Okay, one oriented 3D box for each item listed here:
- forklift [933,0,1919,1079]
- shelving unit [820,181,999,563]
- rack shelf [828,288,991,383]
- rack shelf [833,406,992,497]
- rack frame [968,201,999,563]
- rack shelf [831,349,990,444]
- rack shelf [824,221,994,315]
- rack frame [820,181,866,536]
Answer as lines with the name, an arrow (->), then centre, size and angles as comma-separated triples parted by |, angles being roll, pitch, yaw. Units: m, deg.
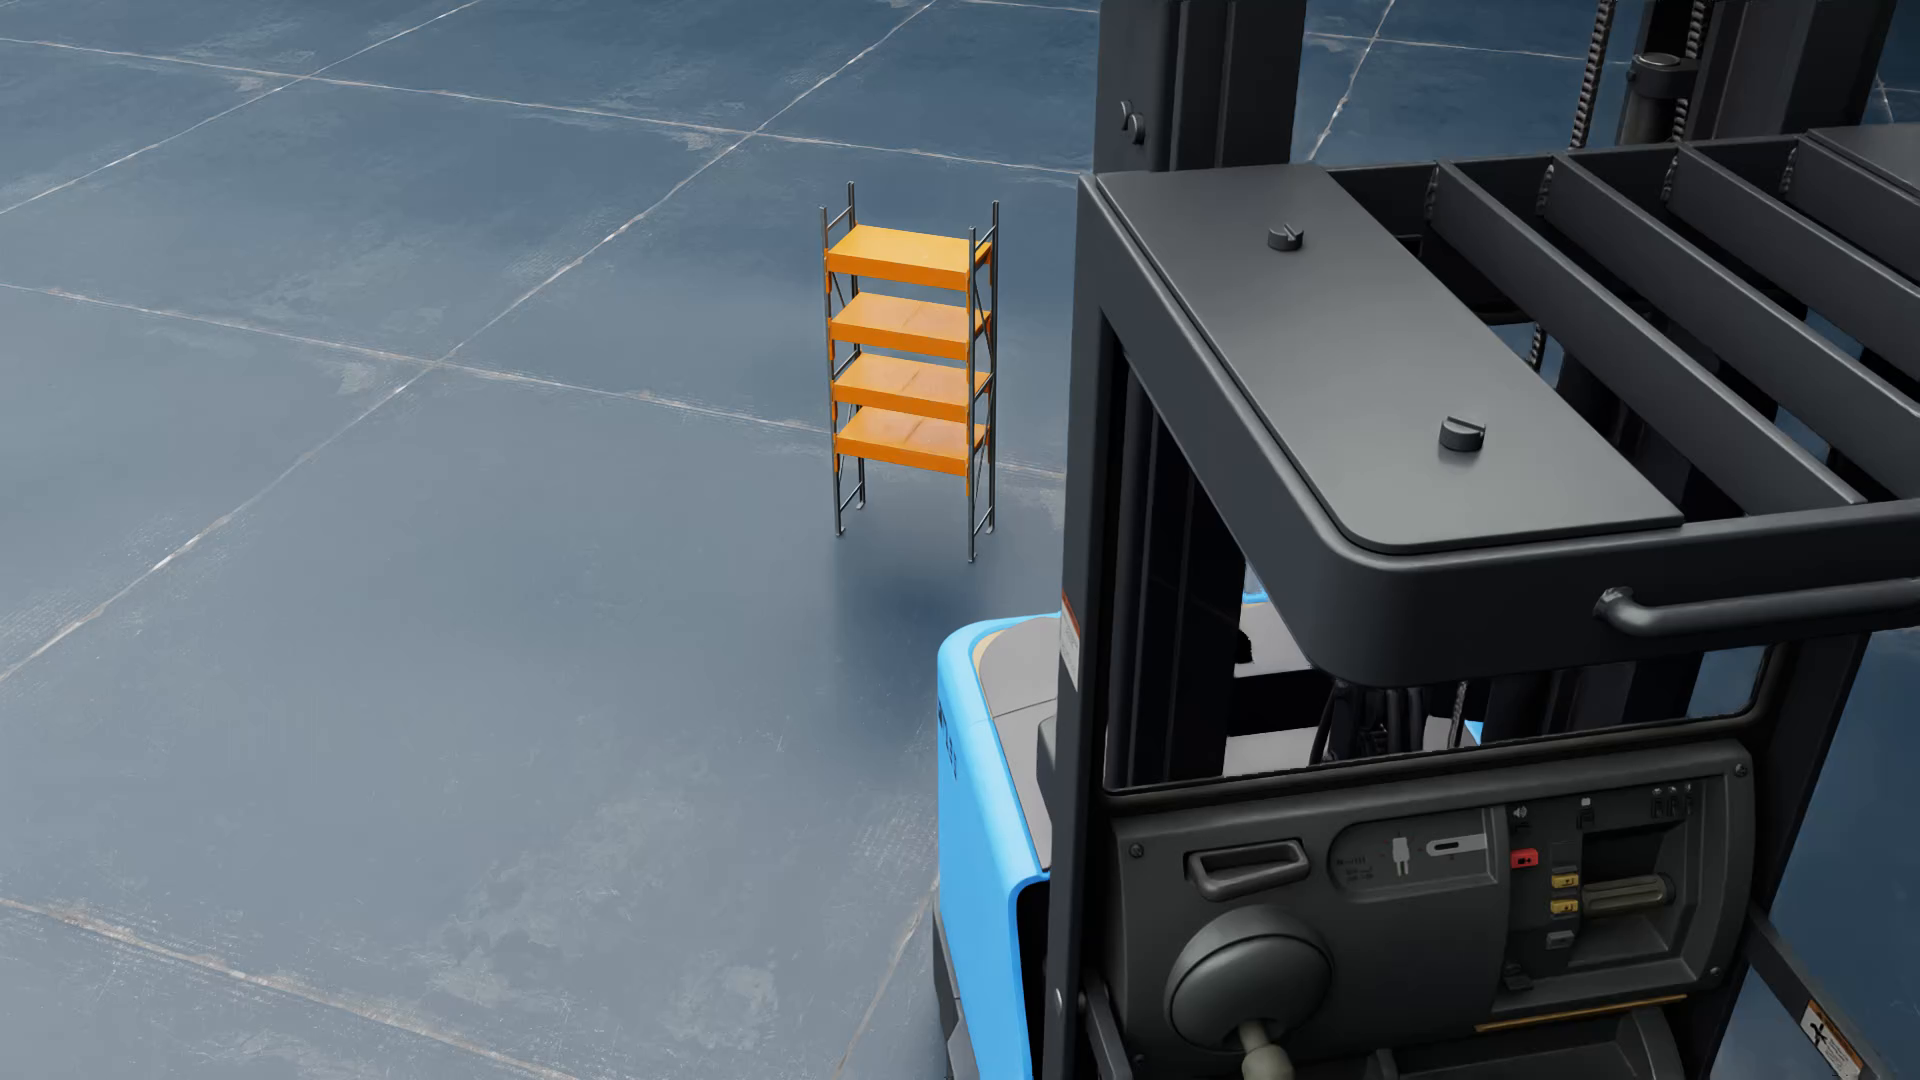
forklift -> 0.713, 0.584, 2.143 | 1.130, 2.935, 3.031 | -6, 33, -9
shelving unit -> -0.156, -0.534, 5.471 | 0.503, 1.200, 0.258 | 11, 34, 16
rack shelf -> -0.156, -0.666, 5.387 | 0.480, 0.148, 0.258 | 11, 34, 16
rack shelf -> -0.156, -0.311, 5.616 | 0.480, 0.148, 0.258 | 11, 34, 16
rack frame -> 0.074, -0.490, 5.402 | 0.015, 1.200, 0.240 | 11, 34, 16
rack shelf -> -0.156, -0.478, 5.508 | 0.480, 0.148, 0.258 | 11, 34, 16
rack shelf -> -0.156, -0.864, 5.258 | 0.480, 0.148, 0.258 | 11, 34, 16
rack frame -> -0.386, -0.579, 5.541 | 0.015, 1.200, 0.240 | 11, 34, 16
